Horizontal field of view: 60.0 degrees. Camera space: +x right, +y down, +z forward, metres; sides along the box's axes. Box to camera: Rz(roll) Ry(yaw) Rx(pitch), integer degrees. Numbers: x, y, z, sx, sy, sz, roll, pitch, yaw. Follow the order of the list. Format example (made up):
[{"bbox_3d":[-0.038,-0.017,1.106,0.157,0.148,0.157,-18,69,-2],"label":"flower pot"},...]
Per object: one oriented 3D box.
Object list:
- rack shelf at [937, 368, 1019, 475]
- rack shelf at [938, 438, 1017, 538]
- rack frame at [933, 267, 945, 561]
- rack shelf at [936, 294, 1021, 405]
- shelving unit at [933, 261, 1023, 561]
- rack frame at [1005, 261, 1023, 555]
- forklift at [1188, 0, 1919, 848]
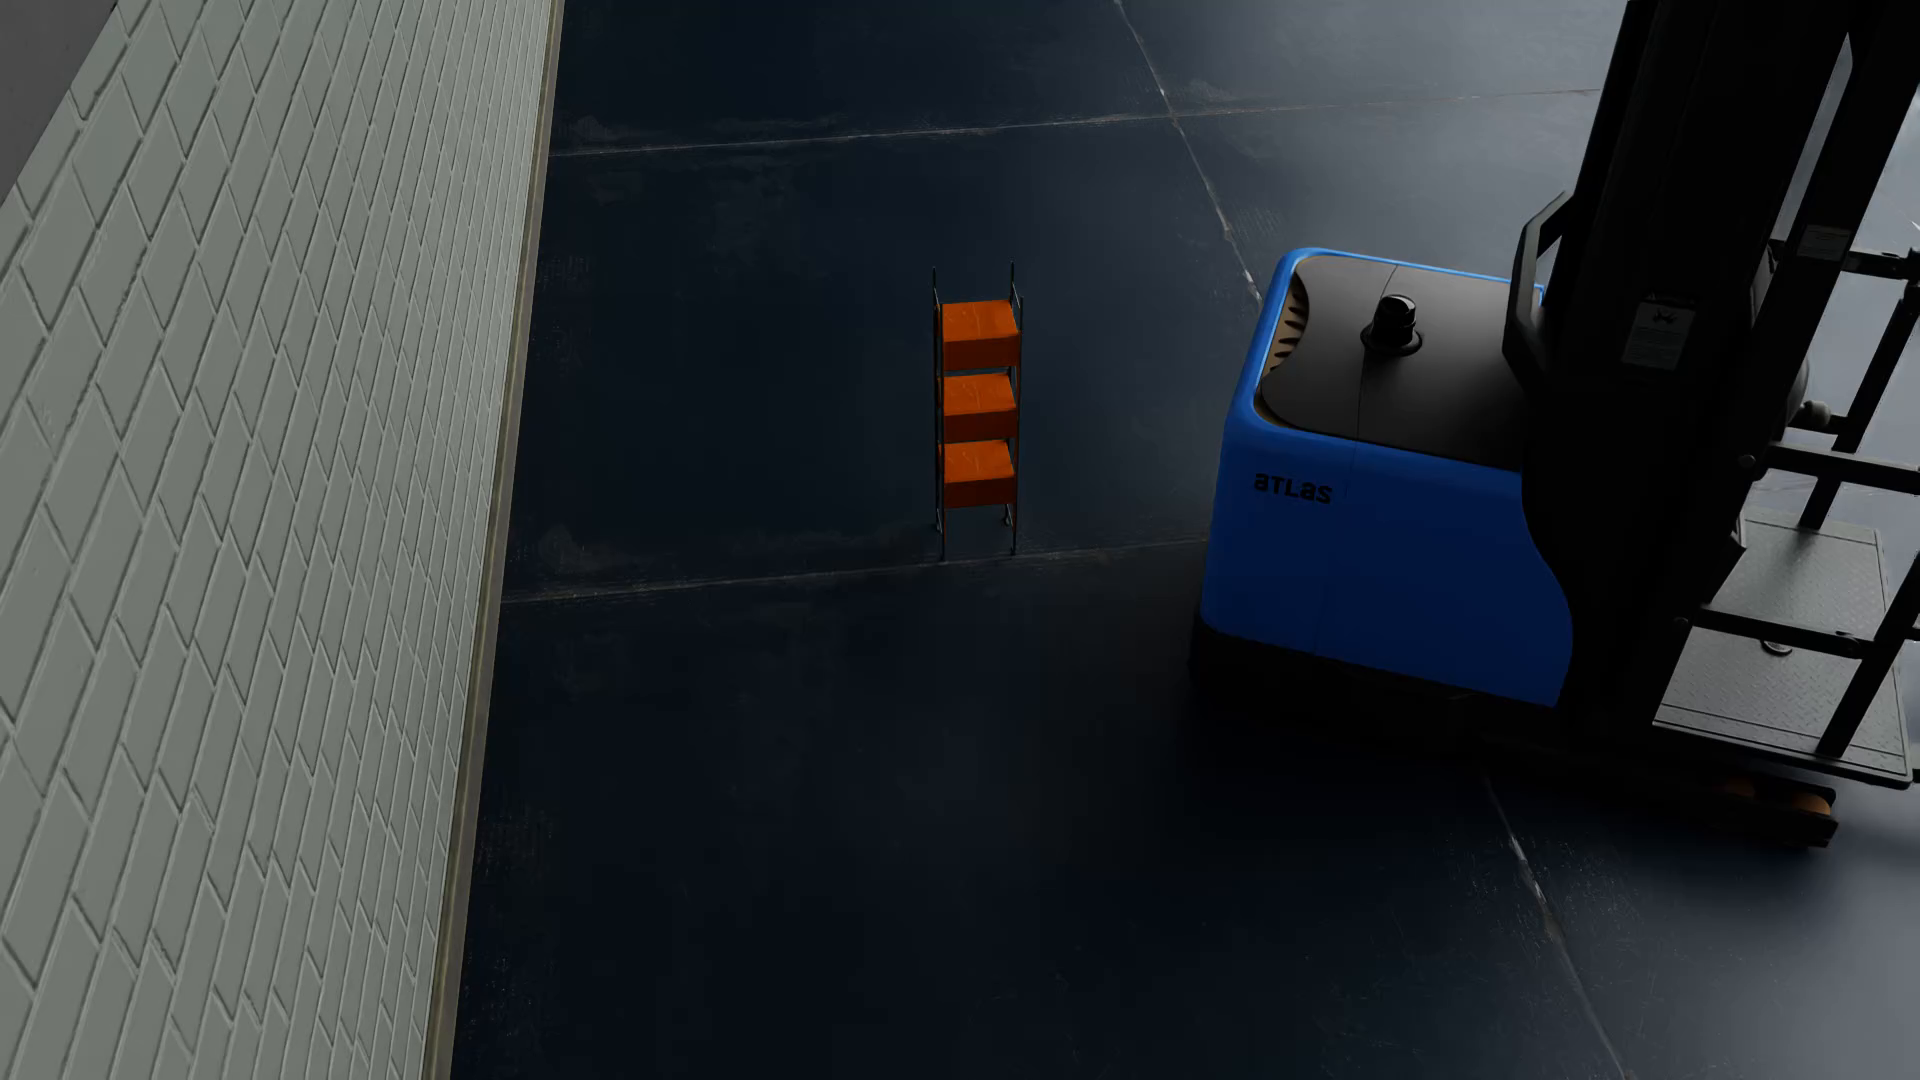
[{"bbox_3d":[0.053,-0.387,5.411,0.240,0.259,0.215,-5,42,-6],"label":"rack shelf"},{"bbox_3d":[0.053,-0.180,5.597,0.240,0.259,0.215,-5,42,-6],"label":"rack shelf"},{"bbox_3d":[-0.068,-0.384,5.392,0.008,1.050,0.200,-5,42,-6],"label":"rack frame"},{"bbox_3d":[0.053,-0.597,5.221,0.240,0.259,0.215,-5,42,-6],"label":"rack shelf"},{"bbox_3d":[0.053,-0.394,5.404,0.252,1.050,0.215,-5,42,-6],"label":"shelving unit"},{"bbox_3d":[0.174,-0.405,5.415,0.008,1.050,0.200,-5,42,-6],"label":"rack frame"},{"bbox_3d":[2.288,-0.609,4.236,3.031,2.935,1.130,12,43,13],"label":"forklift"}]
